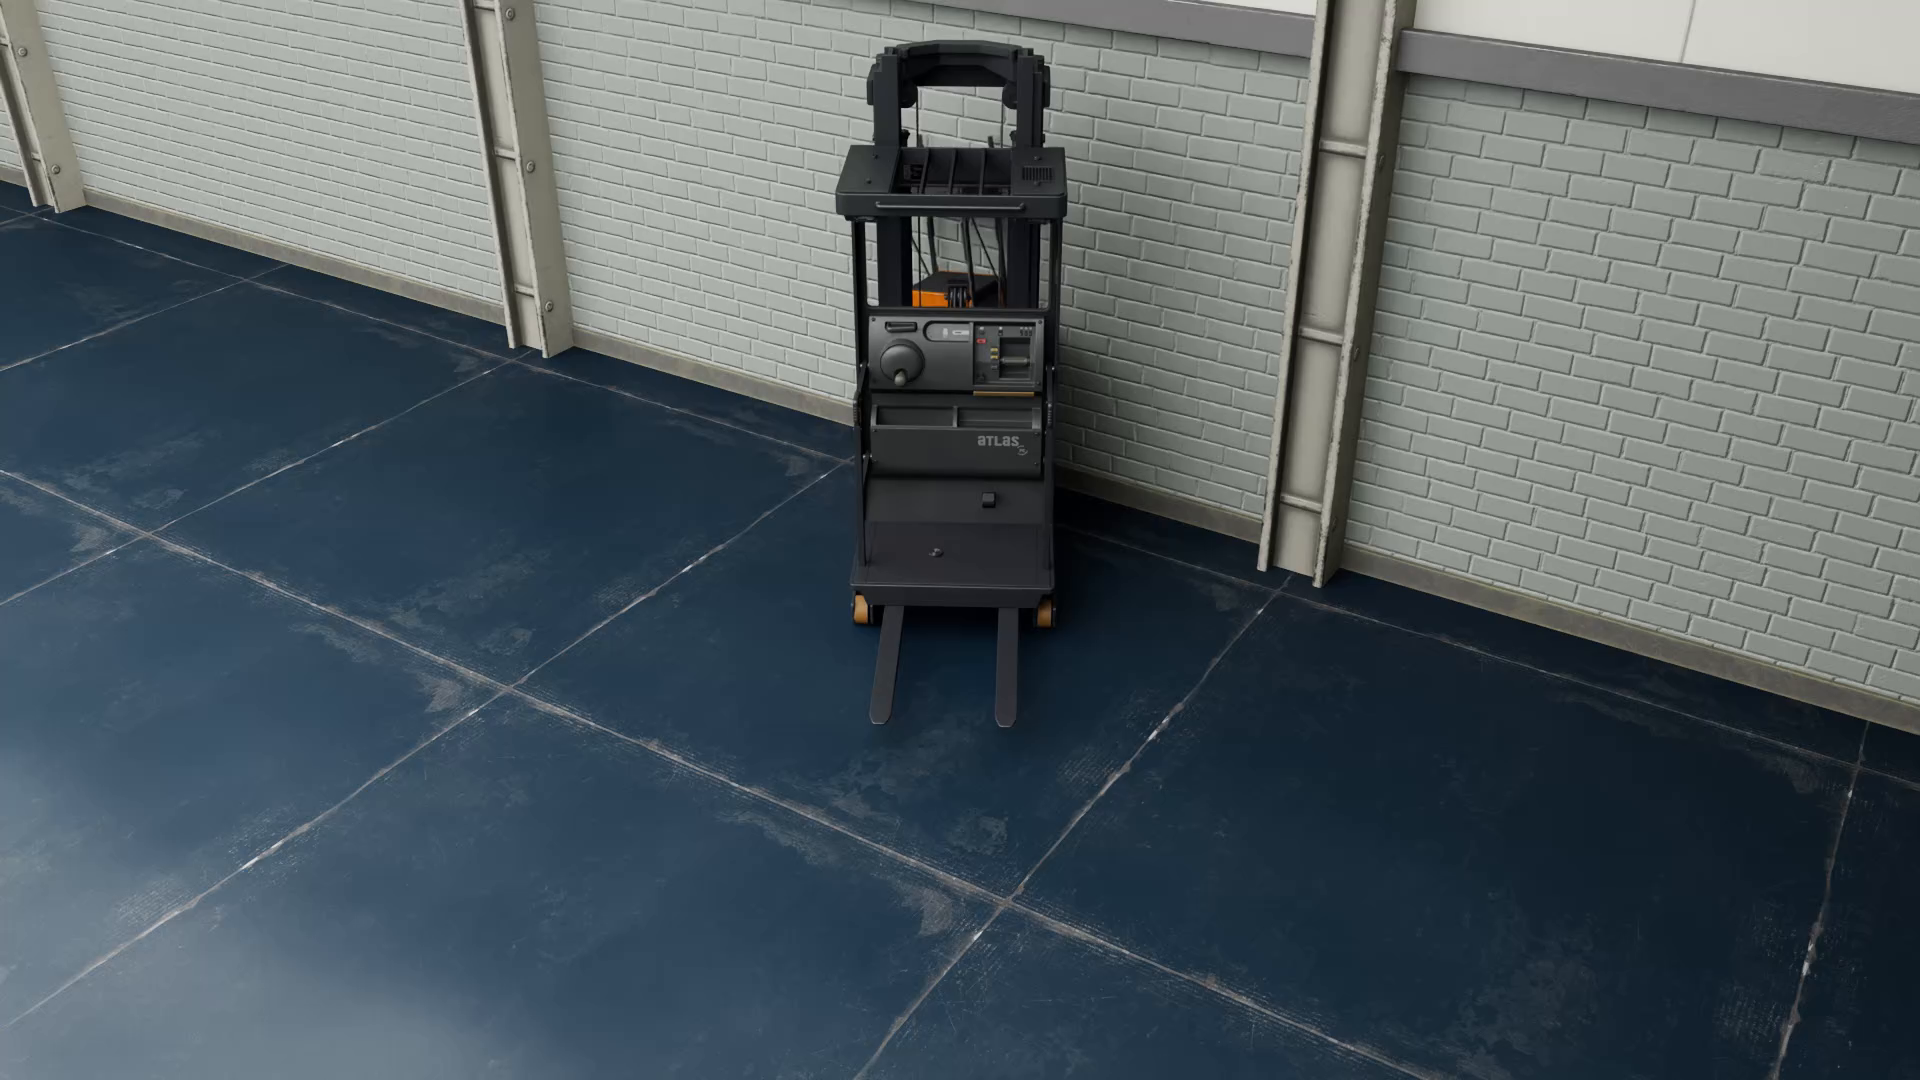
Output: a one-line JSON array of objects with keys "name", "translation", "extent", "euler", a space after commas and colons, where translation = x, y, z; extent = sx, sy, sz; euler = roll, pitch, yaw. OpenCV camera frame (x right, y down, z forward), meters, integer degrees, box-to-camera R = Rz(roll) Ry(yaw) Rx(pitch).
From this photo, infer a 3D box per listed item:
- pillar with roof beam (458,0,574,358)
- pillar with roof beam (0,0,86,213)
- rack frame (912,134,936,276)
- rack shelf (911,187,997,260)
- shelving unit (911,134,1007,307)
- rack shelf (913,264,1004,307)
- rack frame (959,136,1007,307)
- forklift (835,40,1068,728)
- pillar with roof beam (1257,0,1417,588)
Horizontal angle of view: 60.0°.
[{"name": "pillar with roof beam", "translation": [-5.402, -3.501, 6.994], "extent": [0.400, 9.000, 9.100], "euler": [18, 35, 27]}, {"name": "pillar with roof beam", "translation": [-10.484, -5.108, 9.749], "extent": [0.400, 9.000, 9.100], "euler": [18, 35, 27]}, {"name": "rack frame", "translation": [-0.227, -1.395, 10.210], "extent": [0.015, 2.100, 0.400], "euler": [10, 30, 30]}, {"name": "rack shelf", "translation": [-0.090, -1.974, 9.790], "extent": [0.480, 0.518, 0.431], "euler": [10, 30, 30]}, {"name": "shelving unit", "translation": [-0.019, -1.360, 10.088], "extent": [0.503, 2.100, 0.431], "euler": [10, 30, 30]}, {"name": "rack shelf", "translation": [-0.018, -1.348, 10.094], "extent": [0.480, 0.518, 0.431], "euler": [10, 30, 30]}, {"name": "rack frame", "translation": [0.189, -1.325, 9.966], "extent": [0.015, 2.100, 0.400], "euler": [10, 30, 30]}, {"name": "forklift", "translation": [-0.025, -0.949, 8.640], "extent": [1.130, 2.935, 3.031], "euler": [1, 30, 2]}, {"name": "pillar with roof beam", "translation": [-0.320, -1.894, 4.238], "extent": [0.400, 9.000, 9.100], "euler": [18, 35, 27]}]
